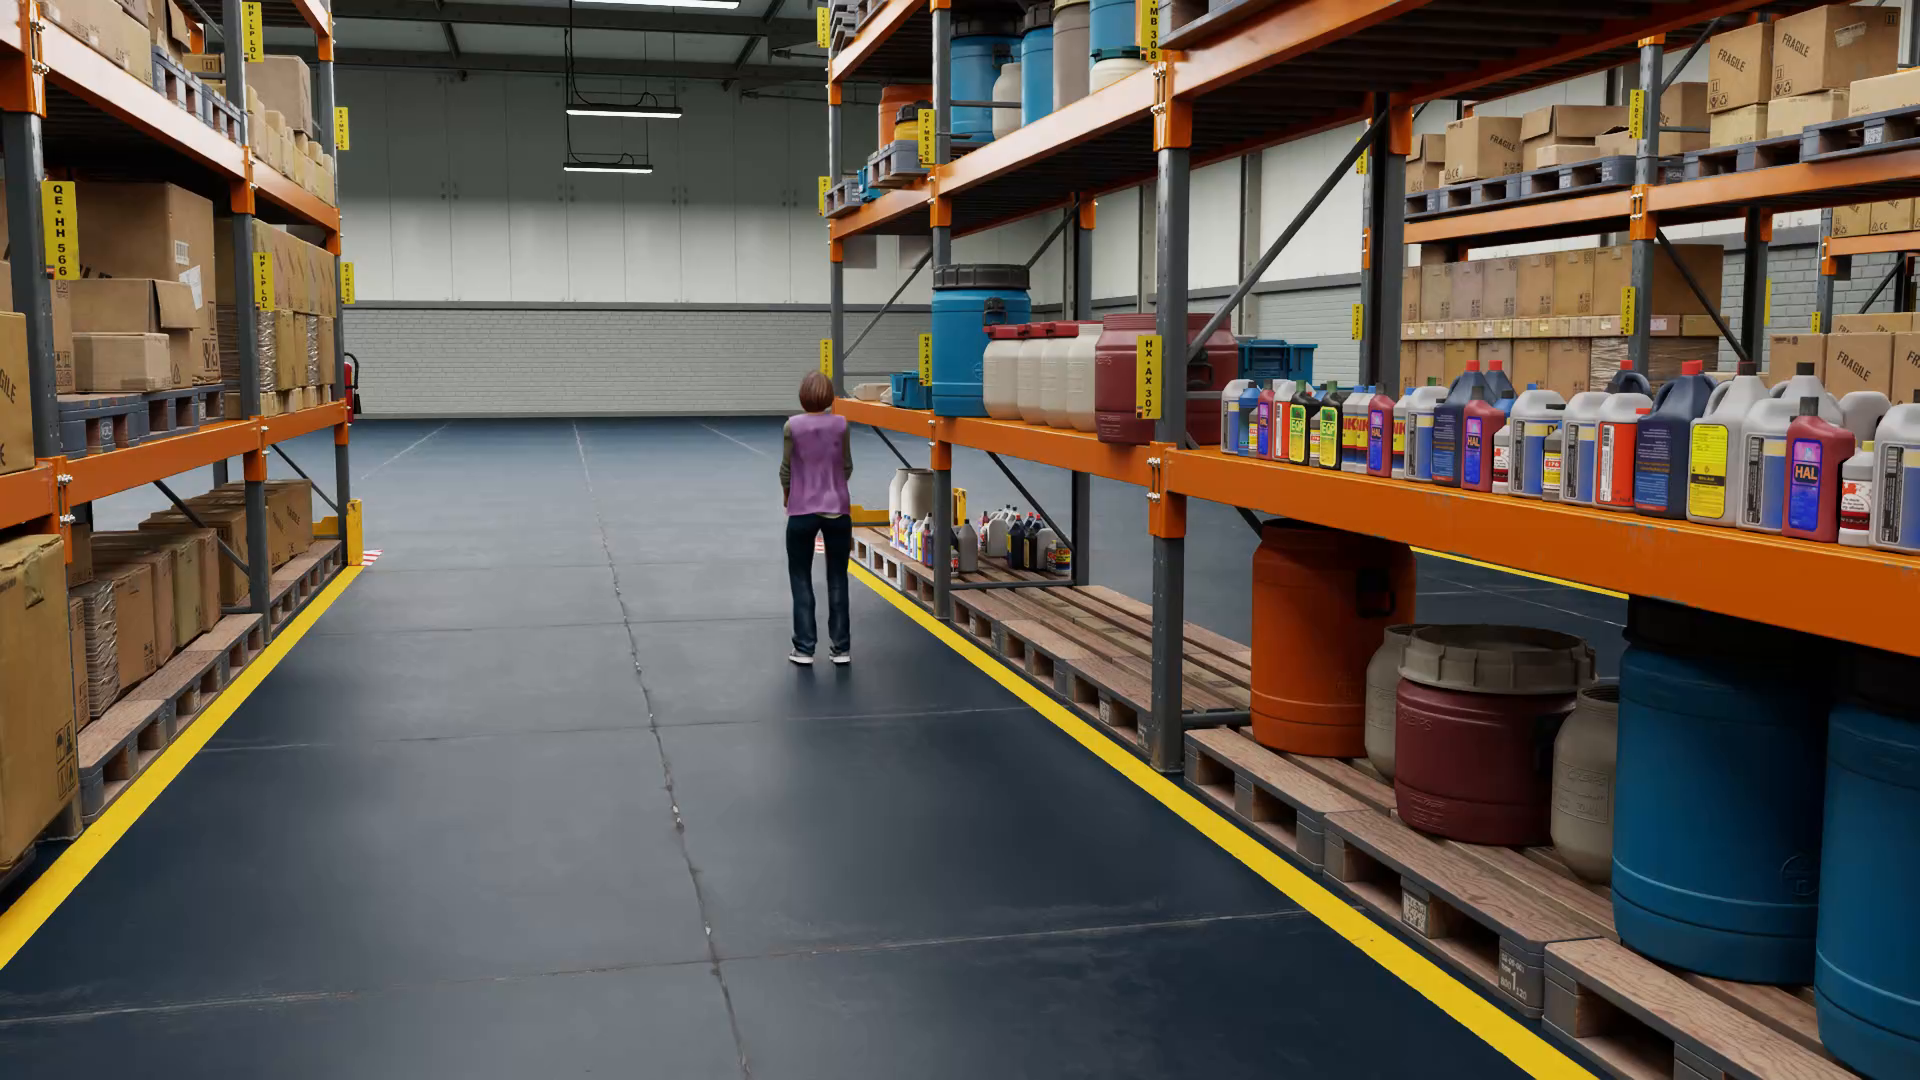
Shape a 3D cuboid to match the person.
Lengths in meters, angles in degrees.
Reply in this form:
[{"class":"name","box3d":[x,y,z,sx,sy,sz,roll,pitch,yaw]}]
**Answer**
[{"class":"person","box3d":[-0.781,-0.127,9.048,0.404,1.591,0.490,-1,6,-13]}]
